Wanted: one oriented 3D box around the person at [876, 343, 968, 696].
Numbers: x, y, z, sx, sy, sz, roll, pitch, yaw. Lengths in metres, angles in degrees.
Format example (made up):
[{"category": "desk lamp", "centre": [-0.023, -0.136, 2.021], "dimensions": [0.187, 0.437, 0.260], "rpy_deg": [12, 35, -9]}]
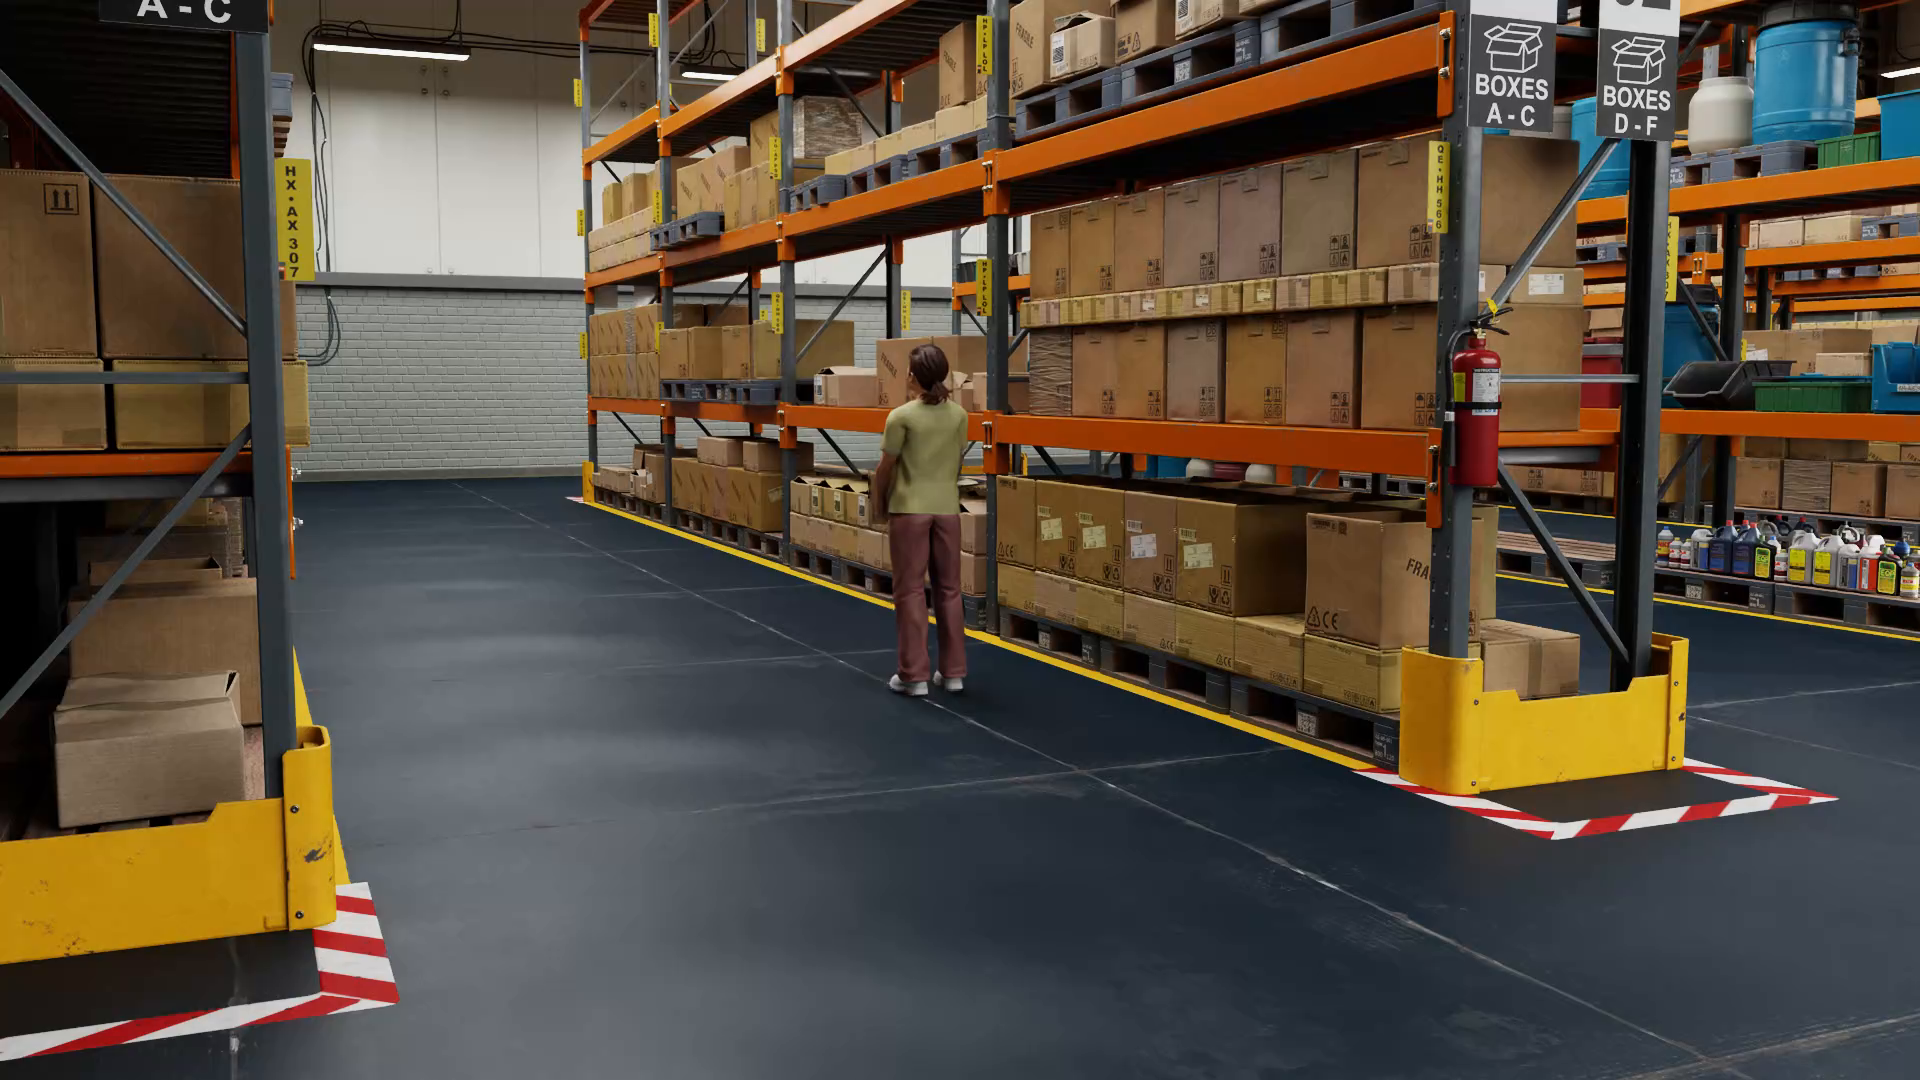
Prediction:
[{"category": "person", "centre": [-0.185, 0.030, 7.989], "dimensions": [0.463, 1.419, 0.519], "rpy_deg": [-2, 6, -23]}]
